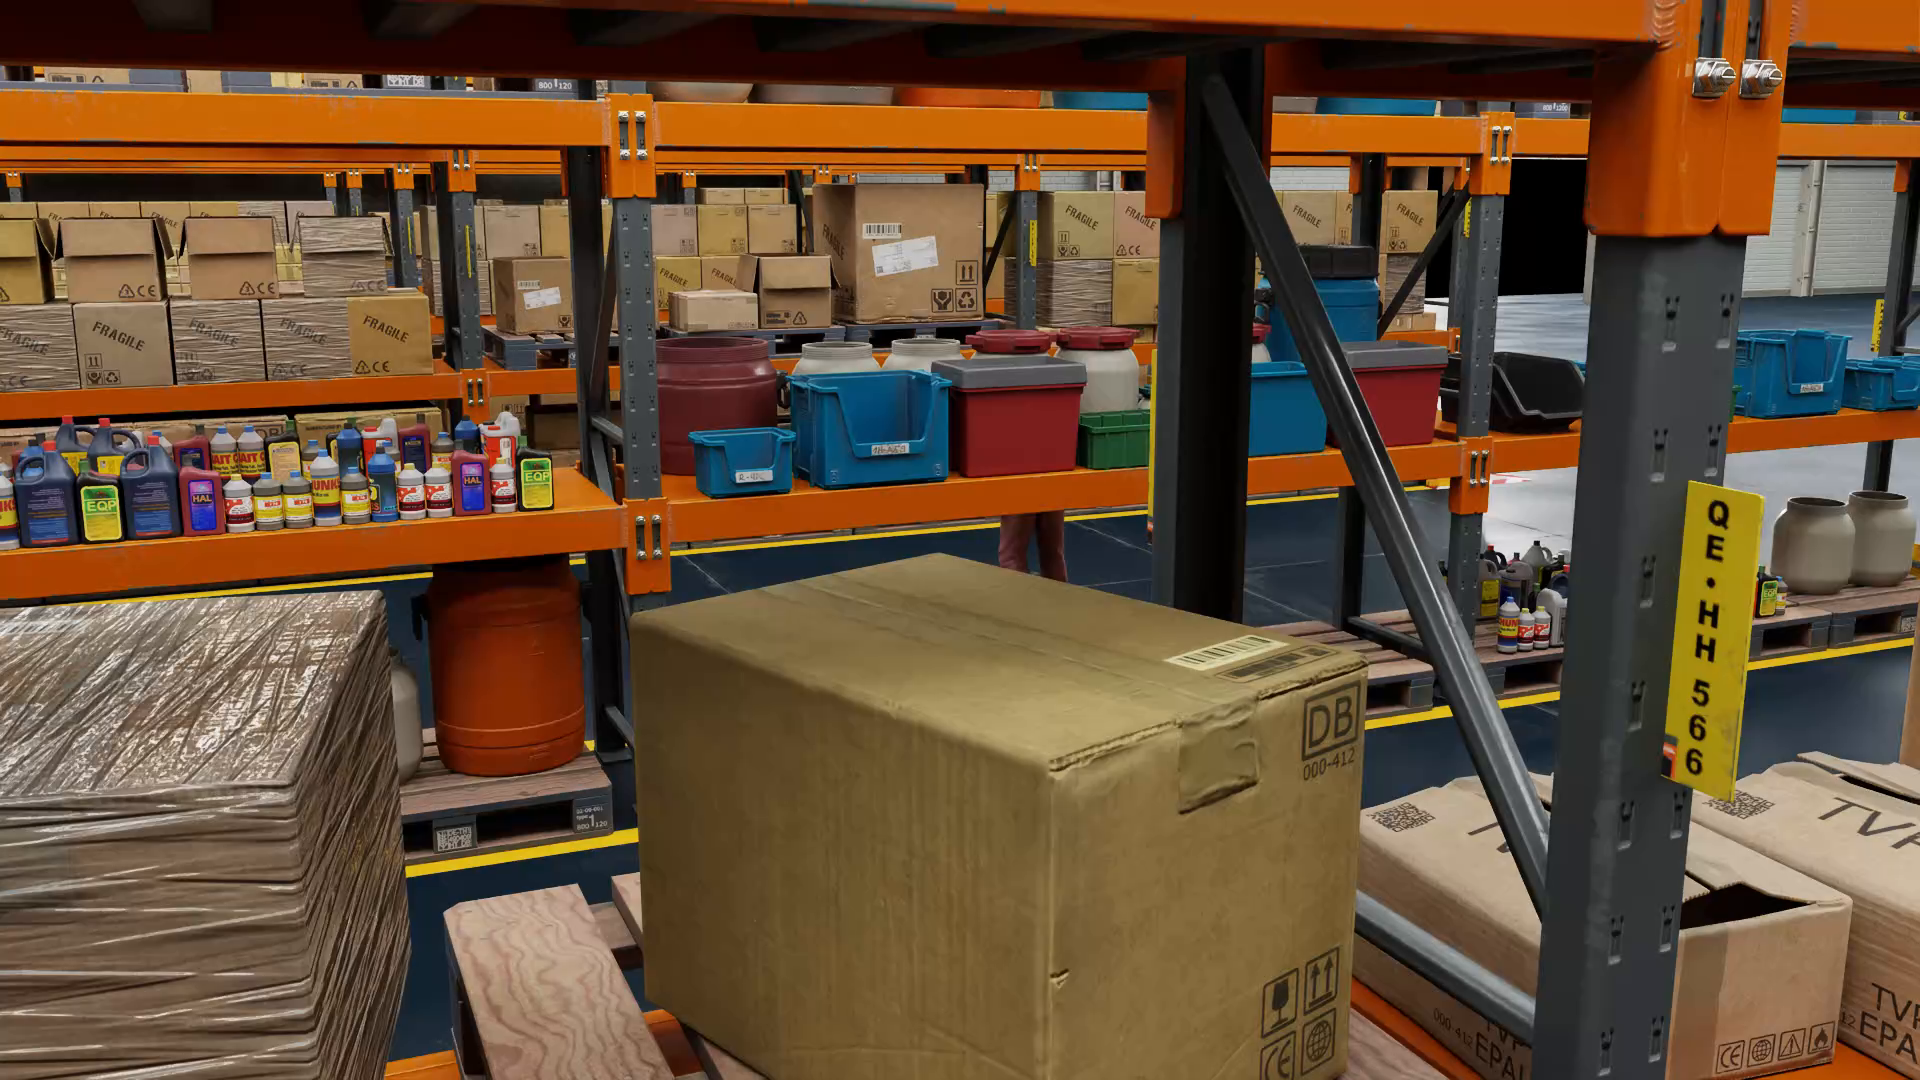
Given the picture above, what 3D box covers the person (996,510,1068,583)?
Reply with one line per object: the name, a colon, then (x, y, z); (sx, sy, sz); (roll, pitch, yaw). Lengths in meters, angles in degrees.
person: (0.392, -0.252, 9.139); (0.514, 1.673, 0.354); (-6, 13, -25)
